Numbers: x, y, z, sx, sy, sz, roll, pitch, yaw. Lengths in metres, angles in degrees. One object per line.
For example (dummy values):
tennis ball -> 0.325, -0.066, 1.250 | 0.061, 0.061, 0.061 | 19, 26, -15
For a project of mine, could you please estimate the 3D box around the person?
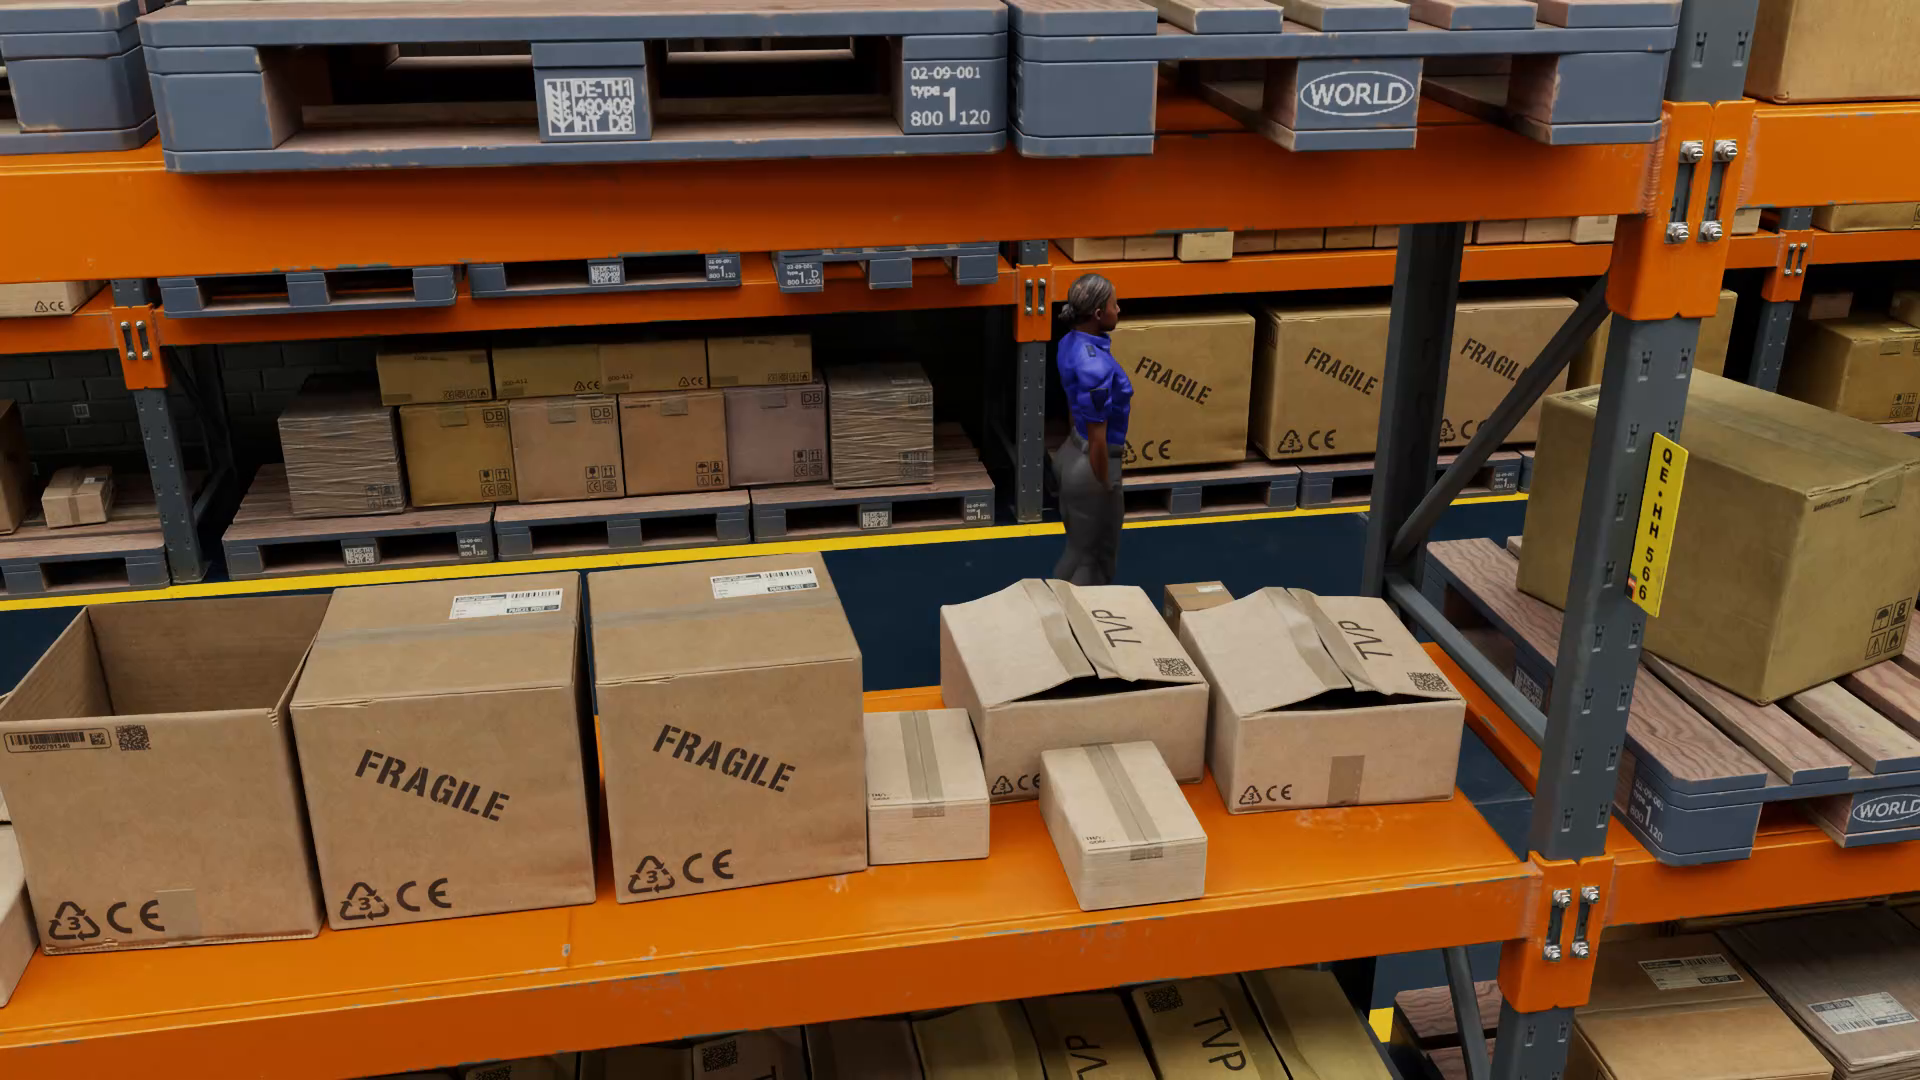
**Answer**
person -> 0.525, -0.266, 6.722 | 0.302, 1.655, 0.436 | -4, 24, -8
